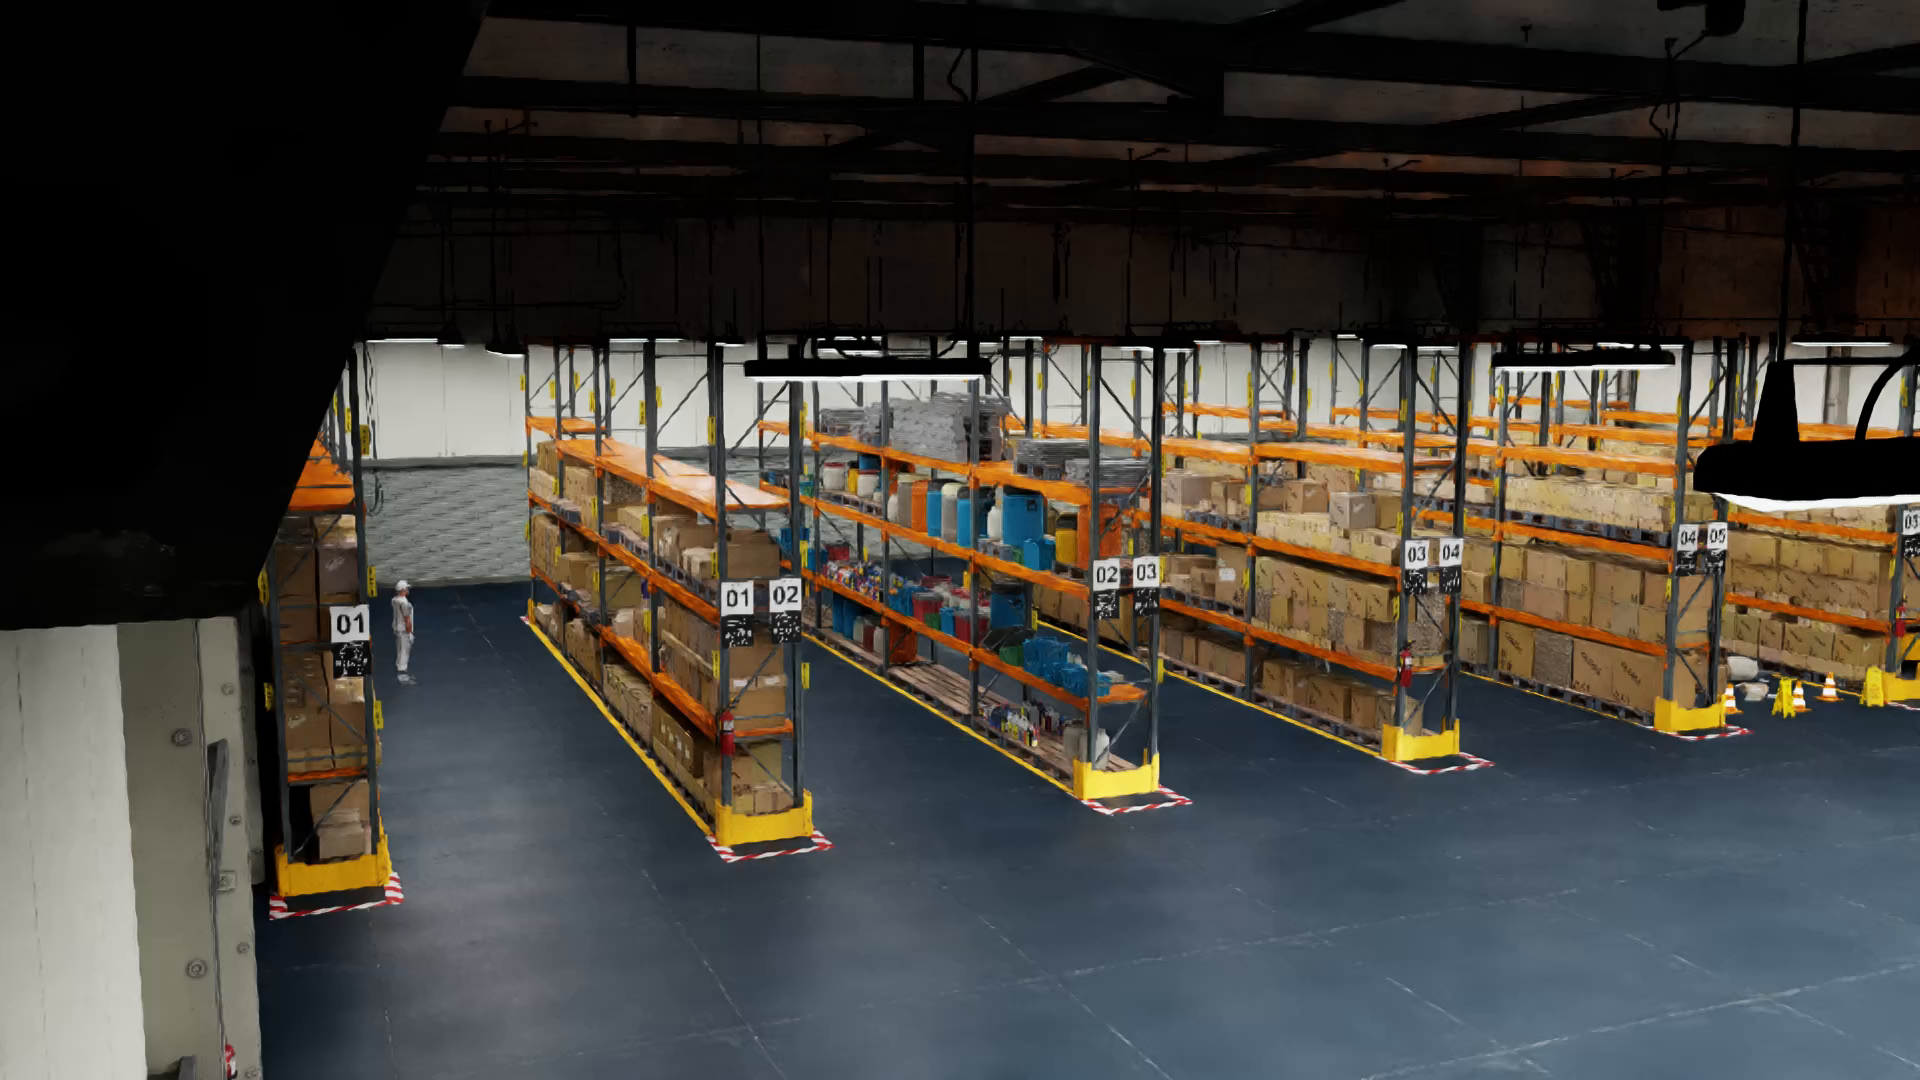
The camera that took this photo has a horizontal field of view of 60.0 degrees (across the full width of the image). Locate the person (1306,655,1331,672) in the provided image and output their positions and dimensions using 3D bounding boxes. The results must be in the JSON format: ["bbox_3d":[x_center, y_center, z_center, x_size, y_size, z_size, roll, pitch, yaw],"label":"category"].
[{"bbox_3d":[6.335,1.637,28.894,0.603,1.724,1.110,-3,8,-23],"label":"person"}]

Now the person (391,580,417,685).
[{"bbox_3d":[-9.645,1.586,28.884,0.396,1.792,0.657,-6,10,-39],"label":"person"}]

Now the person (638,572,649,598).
[{"bbox_3d":[-6.699,0.967,34.498,0.479,1.553,1.090,-3,8,-20],"label":"person"}]
